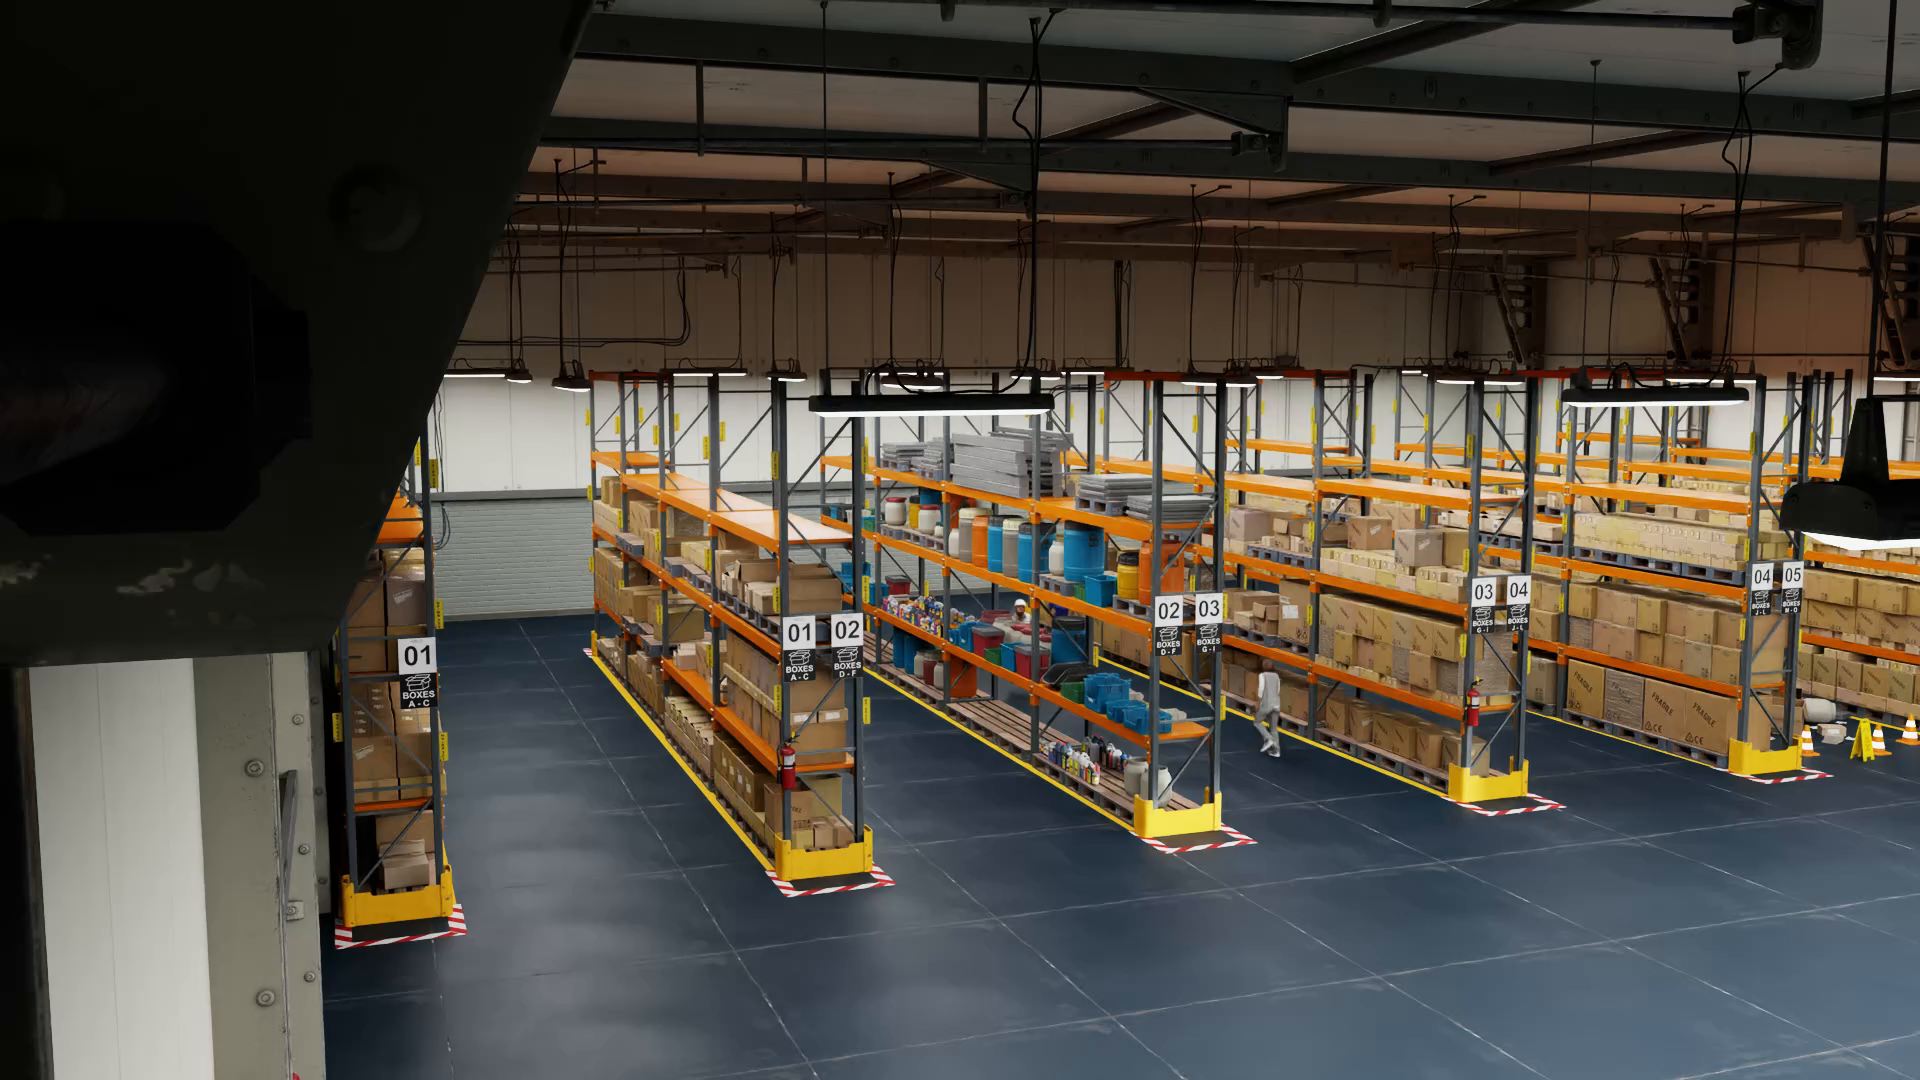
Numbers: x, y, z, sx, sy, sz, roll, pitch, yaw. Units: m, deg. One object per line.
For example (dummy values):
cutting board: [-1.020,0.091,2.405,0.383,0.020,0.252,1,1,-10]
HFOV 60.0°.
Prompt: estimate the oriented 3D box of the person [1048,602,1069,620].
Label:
person: [2.069,1.720,34.010,0.572,1.382,0.669,-1,6,-6]

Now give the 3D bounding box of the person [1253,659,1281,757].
person: [4.891,2.646,26.443,0.512,1.500,0.752,-2,7,-16]

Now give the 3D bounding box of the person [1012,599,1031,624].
person: [1.116,1.830,30.859,0.702,1.510,0.717,-1,7,-12]
